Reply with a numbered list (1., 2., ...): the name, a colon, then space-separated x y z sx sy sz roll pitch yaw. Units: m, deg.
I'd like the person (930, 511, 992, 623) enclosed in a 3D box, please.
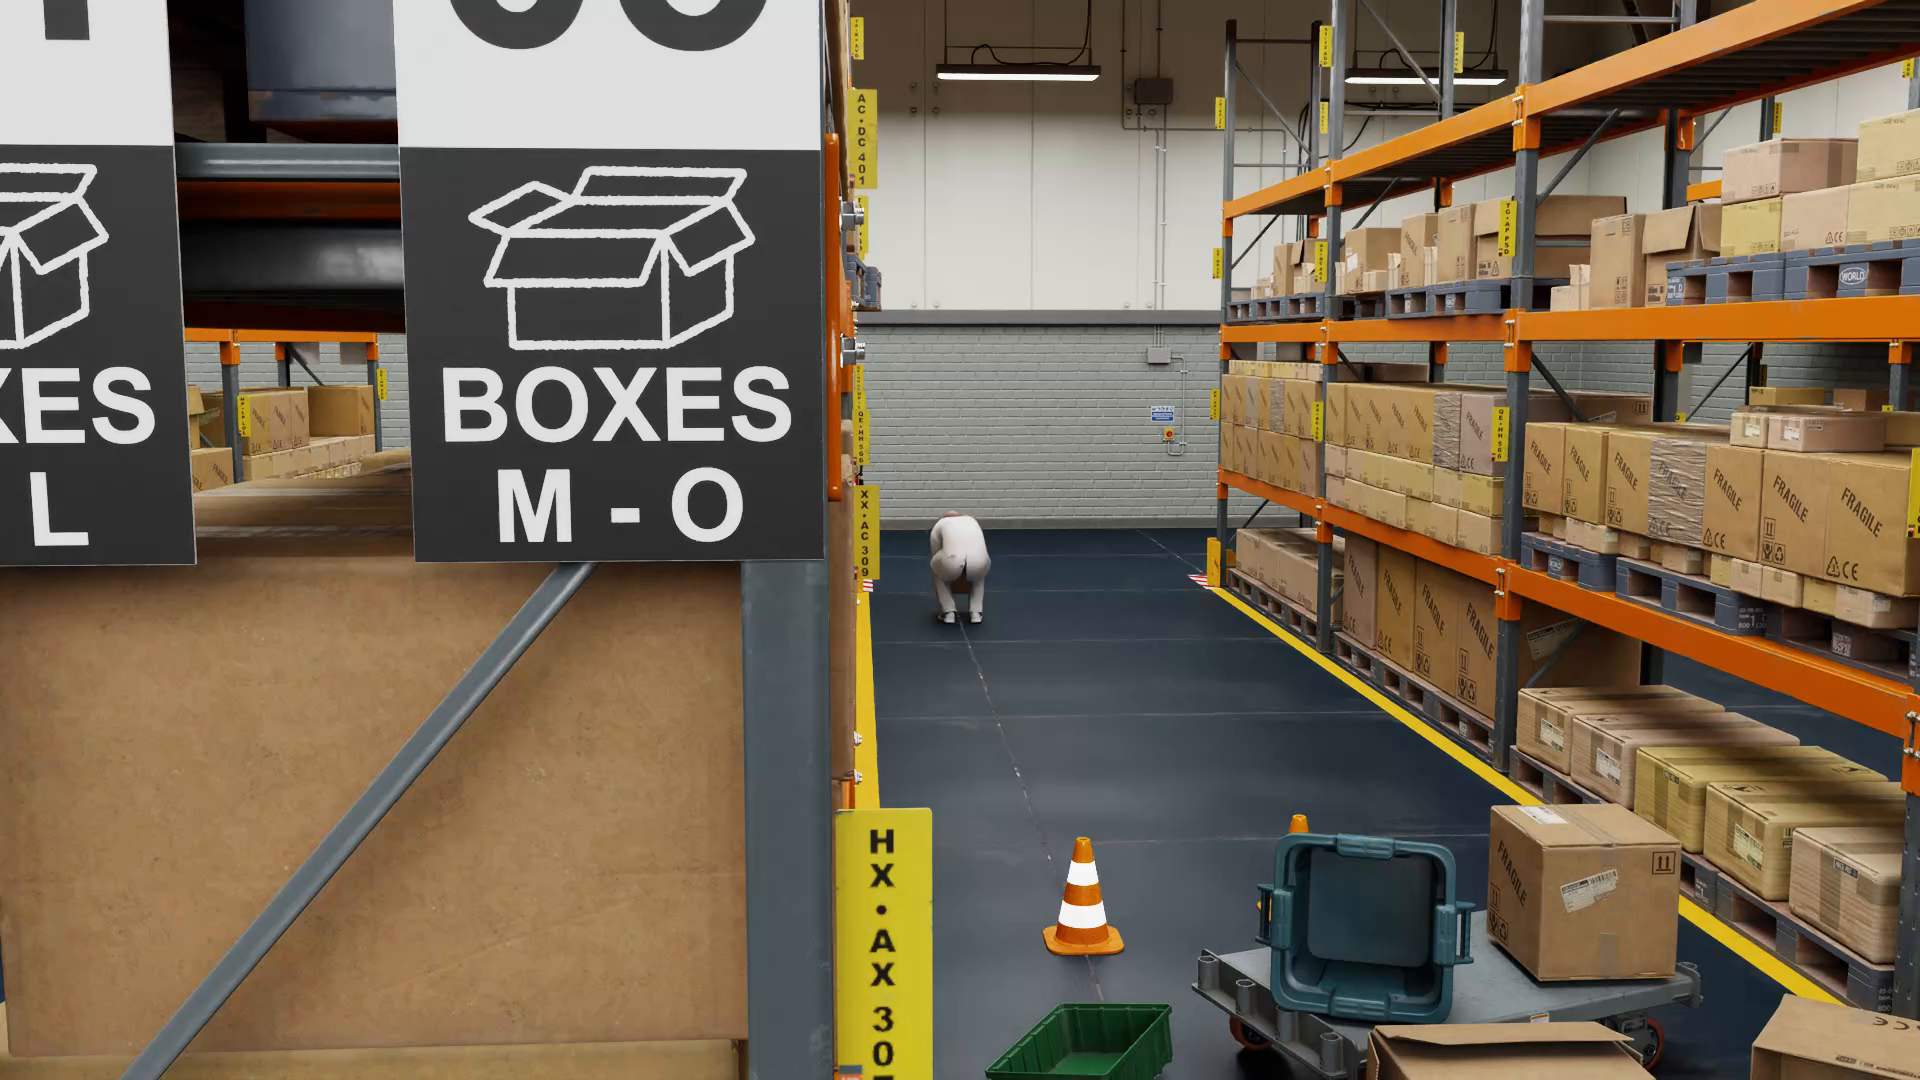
1. person: -0.007 0.257 15.935 0.594 1.003 0.952 -1 7 -7
